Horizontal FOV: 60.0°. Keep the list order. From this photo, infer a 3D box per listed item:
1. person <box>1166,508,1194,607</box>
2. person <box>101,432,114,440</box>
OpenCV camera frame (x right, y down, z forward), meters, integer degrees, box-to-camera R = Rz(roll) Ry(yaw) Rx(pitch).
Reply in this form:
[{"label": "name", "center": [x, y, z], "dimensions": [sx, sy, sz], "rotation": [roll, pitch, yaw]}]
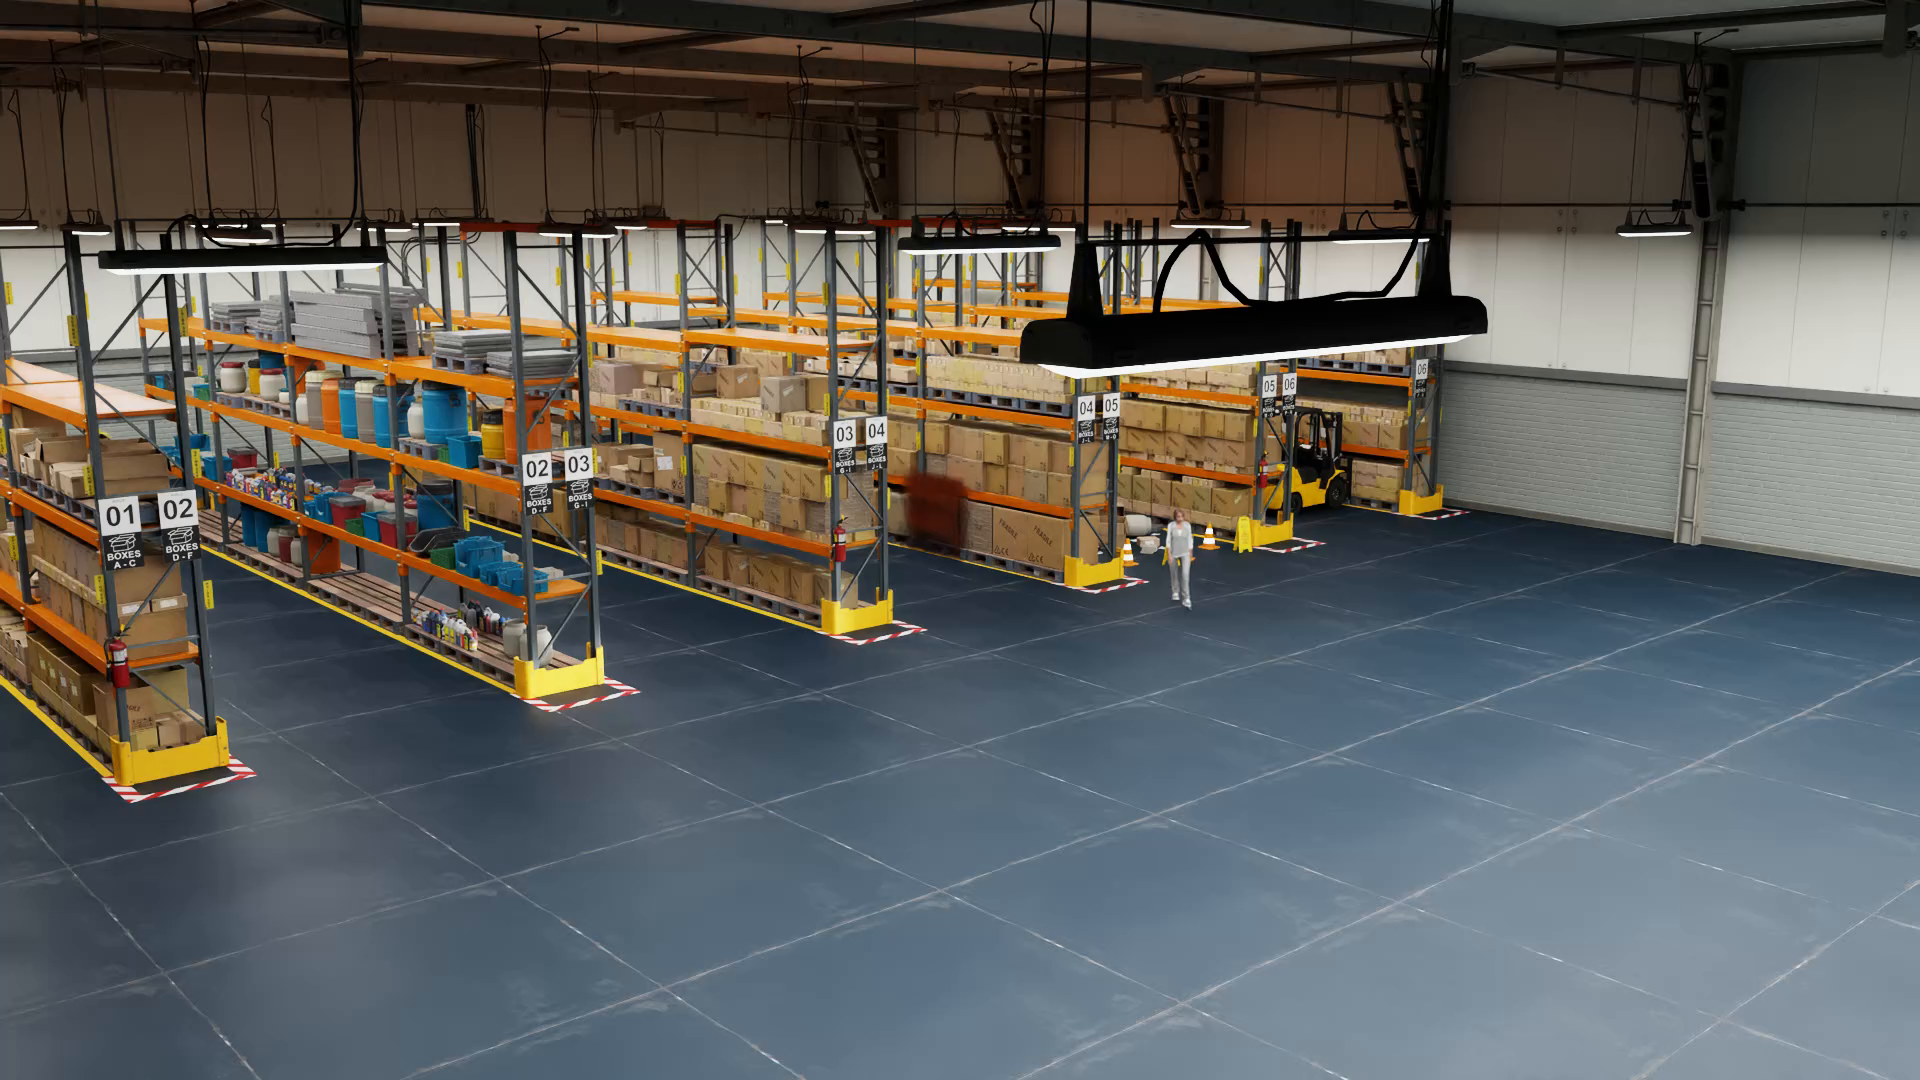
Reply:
[{"label": "person", "center": [3.504, 0.257, 26.555], "dimensions": [0.438, 1.552, 0.916], "rotation": [2, 12, 9]}, {"label": "person", "center": [-17.434, -1.325, 33.882], "dimensions": [0.478, 1.764, 0.603], "rotation": [-10, 15, -41]}]
